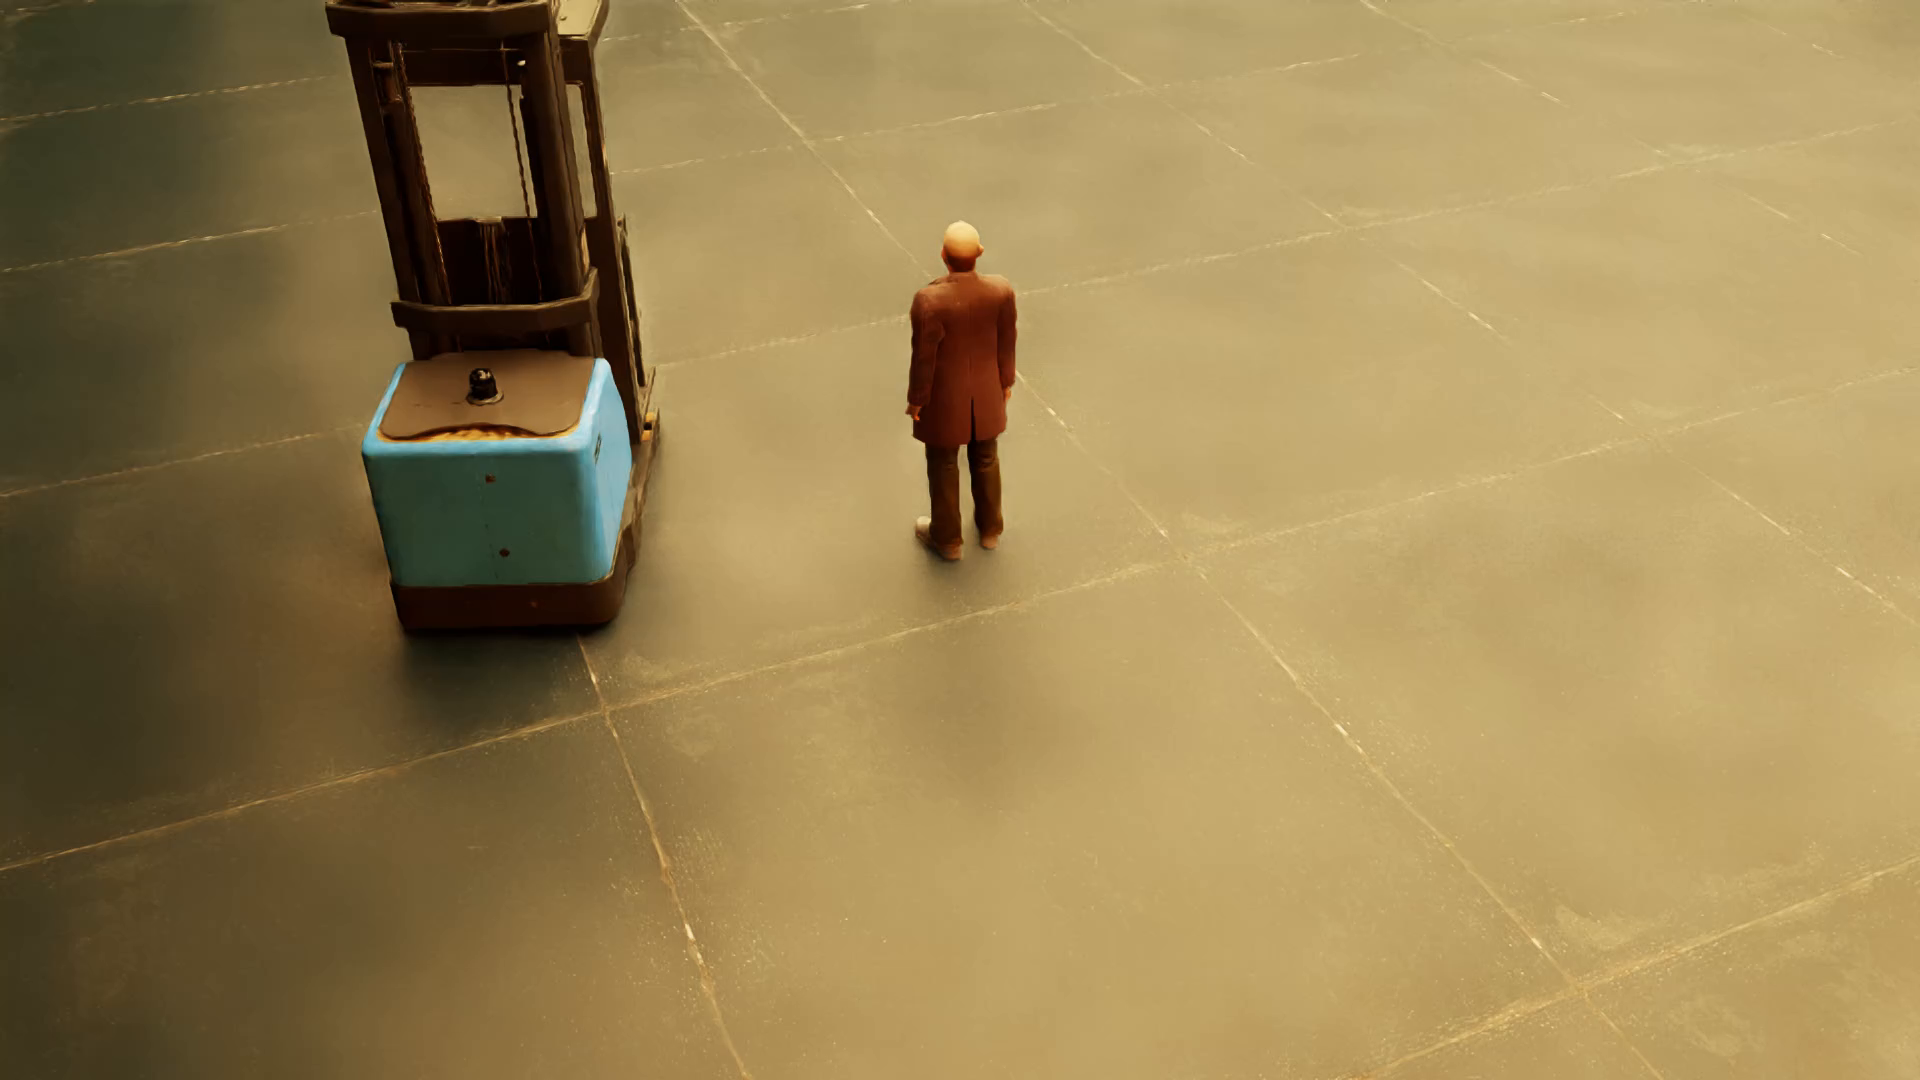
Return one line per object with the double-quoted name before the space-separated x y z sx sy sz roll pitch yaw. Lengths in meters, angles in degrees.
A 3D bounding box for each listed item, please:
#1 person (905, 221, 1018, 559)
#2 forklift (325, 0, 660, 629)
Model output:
"person" -0.012 -0.740 8.130 0.558 1.783 0.377 -14 38 -19
"forklift" -2.244 -1.601 8.350 1.130 2.935 3.031 -2 35 -2
